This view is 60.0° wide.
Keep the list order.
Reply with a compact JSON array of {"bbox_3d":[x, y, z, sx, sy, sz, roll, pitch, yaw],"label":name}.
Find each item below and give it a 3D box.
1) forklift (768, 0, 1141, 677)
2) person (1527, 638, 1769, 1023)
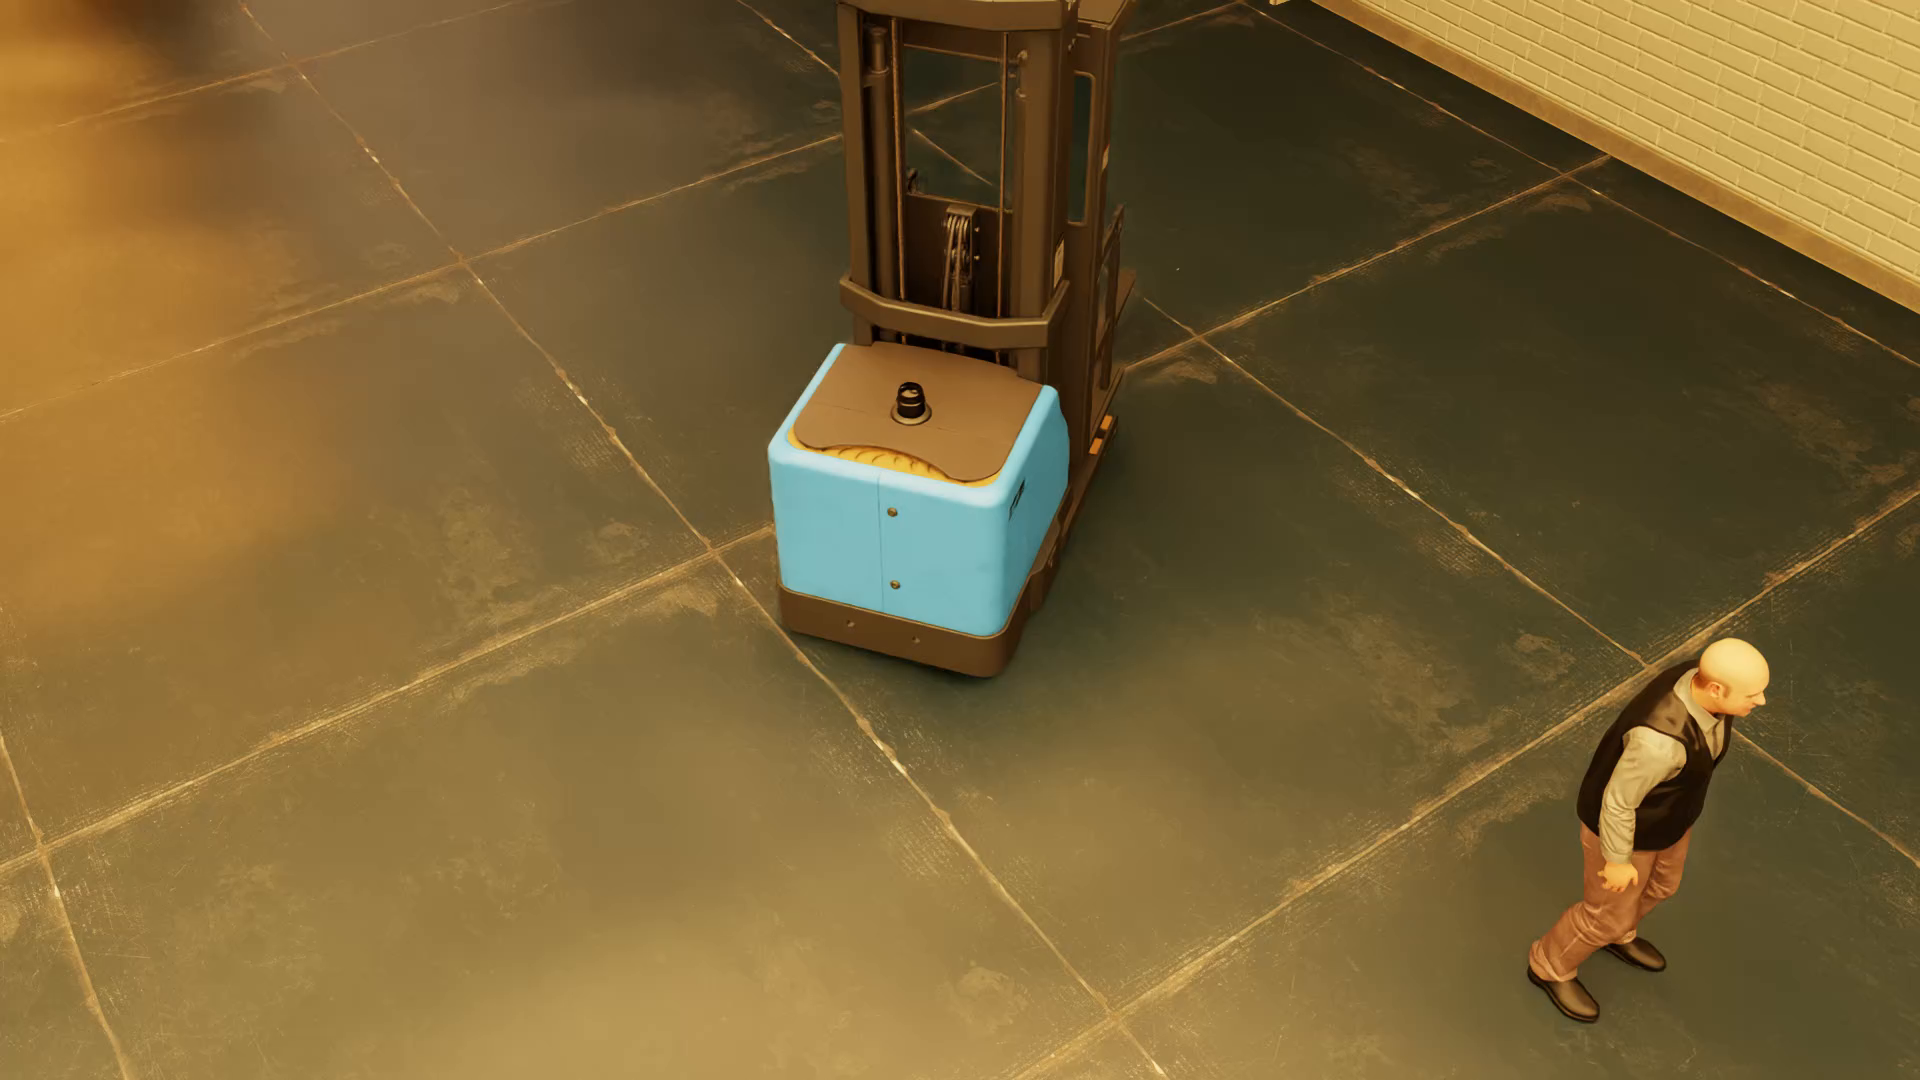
[{"bbox_3d":[0.159,-1.502,7.345,1.130,2.935,3.031,13,44,14],"label":"forklift"},{"bbox_3d":[2.309,0.945,5.593,0.590,1.727,0.451,-33,52,-31],"label":"person"}]
